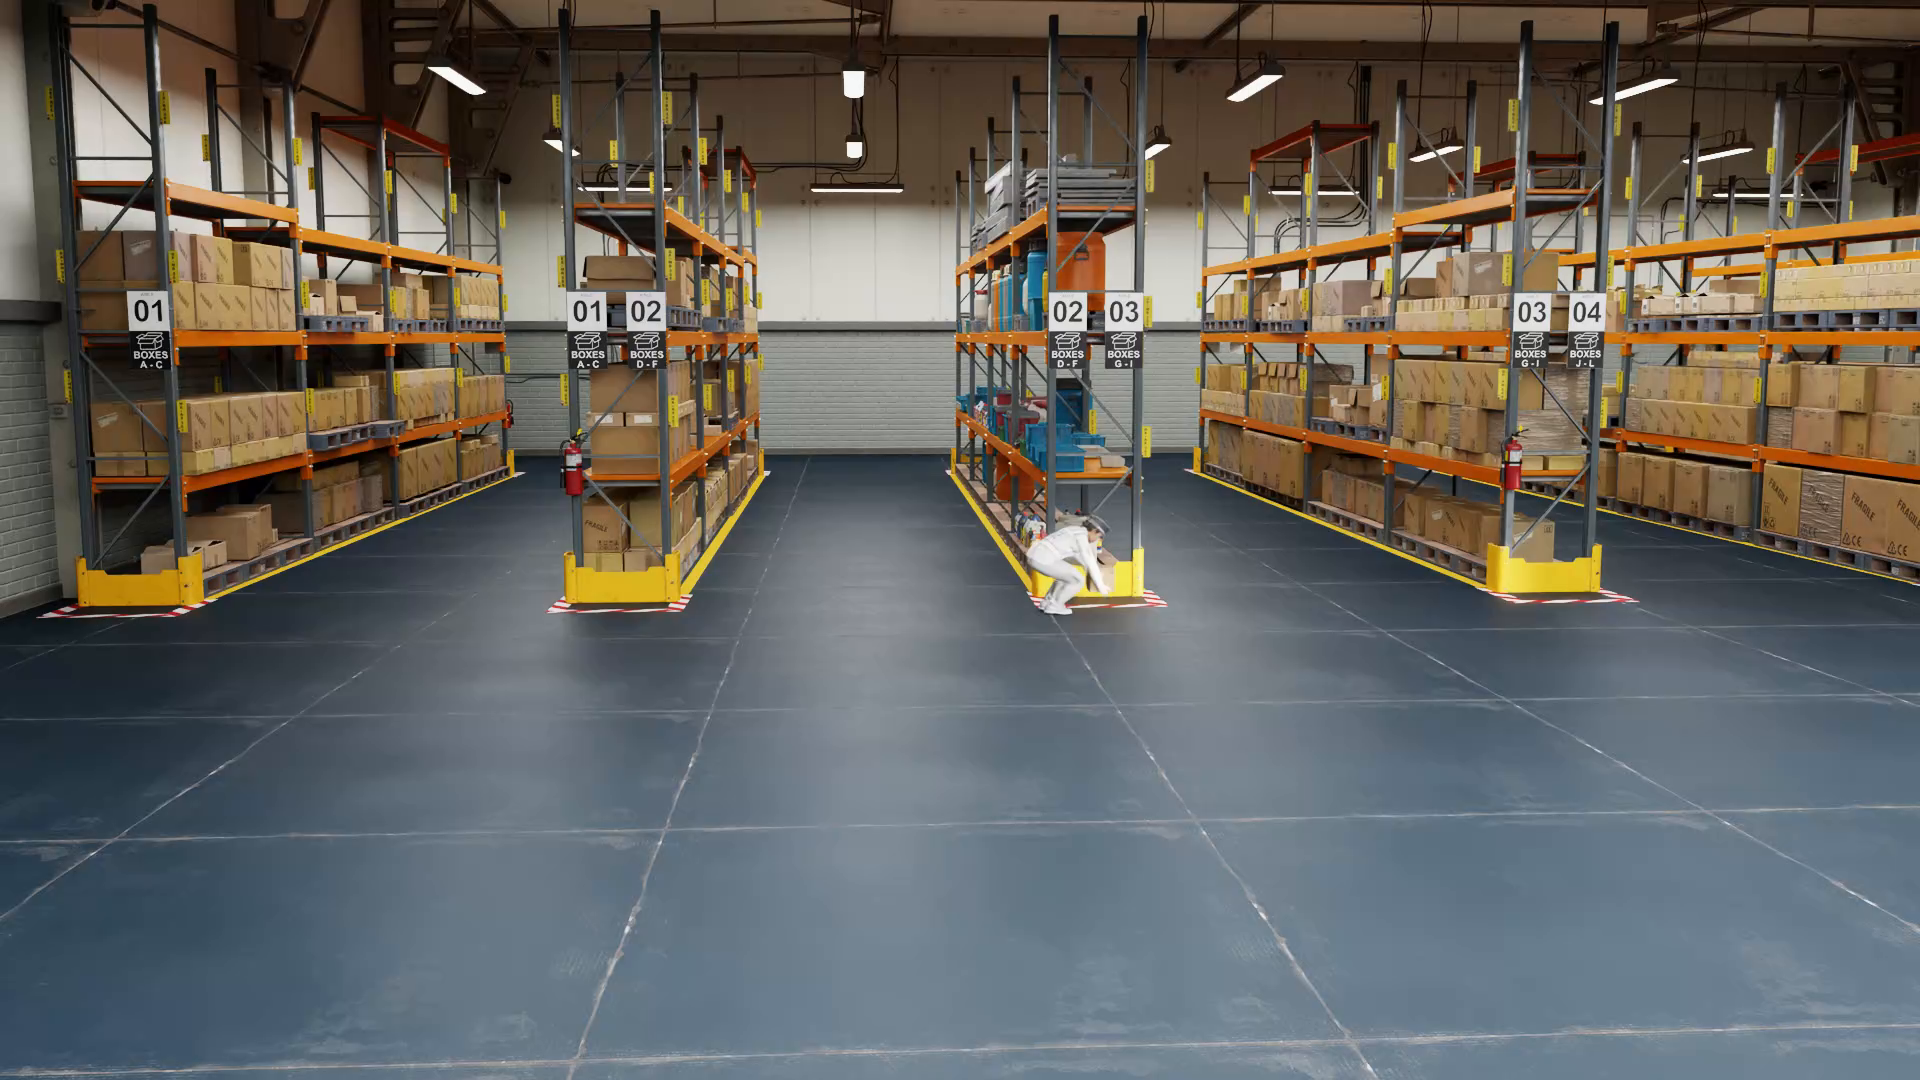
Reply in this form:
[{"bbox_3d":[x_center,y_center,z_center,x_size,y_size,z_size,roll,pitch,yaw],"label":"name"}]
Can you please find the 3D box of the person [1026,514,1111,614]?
[{"bbox_3d":[1.095,0.240,16.648,0.868,0.981,0.458,-2,7,-12],"label":"person"}]
